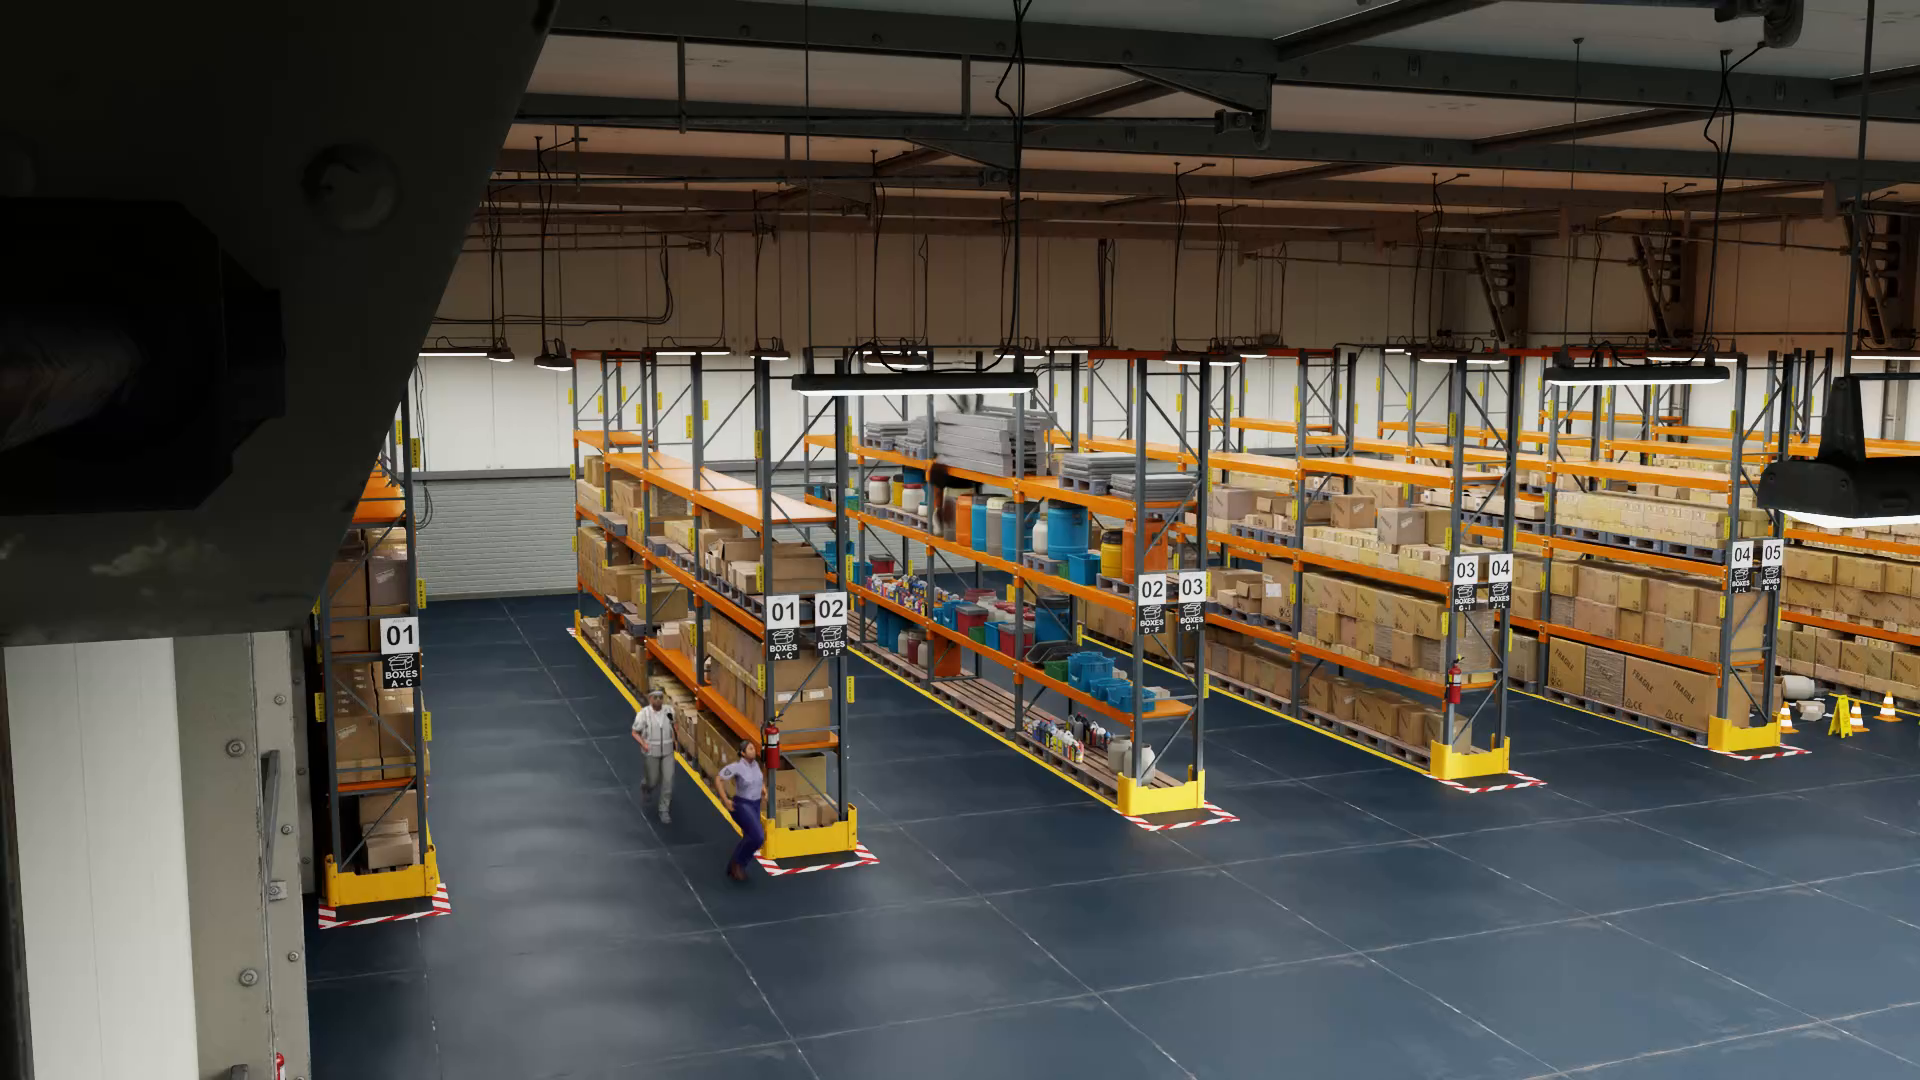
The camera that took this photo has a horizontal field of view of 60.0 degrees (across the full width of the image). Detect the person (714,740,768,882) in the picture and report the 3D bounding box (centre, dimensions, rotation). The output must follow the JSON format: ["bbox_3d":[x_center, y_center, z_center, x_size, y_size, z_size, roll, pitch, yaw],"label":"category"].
[{"bbox_3d":[-2.460,3.137,19.361,0.588,1.598,0.624,3,8,21],"label":"person"}]

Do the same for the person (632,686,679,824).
[{"bbox_3d":[-3.970,2.772,21.832,0.663,1.768,0.816,-3,8,-26],"label":"person"}]
